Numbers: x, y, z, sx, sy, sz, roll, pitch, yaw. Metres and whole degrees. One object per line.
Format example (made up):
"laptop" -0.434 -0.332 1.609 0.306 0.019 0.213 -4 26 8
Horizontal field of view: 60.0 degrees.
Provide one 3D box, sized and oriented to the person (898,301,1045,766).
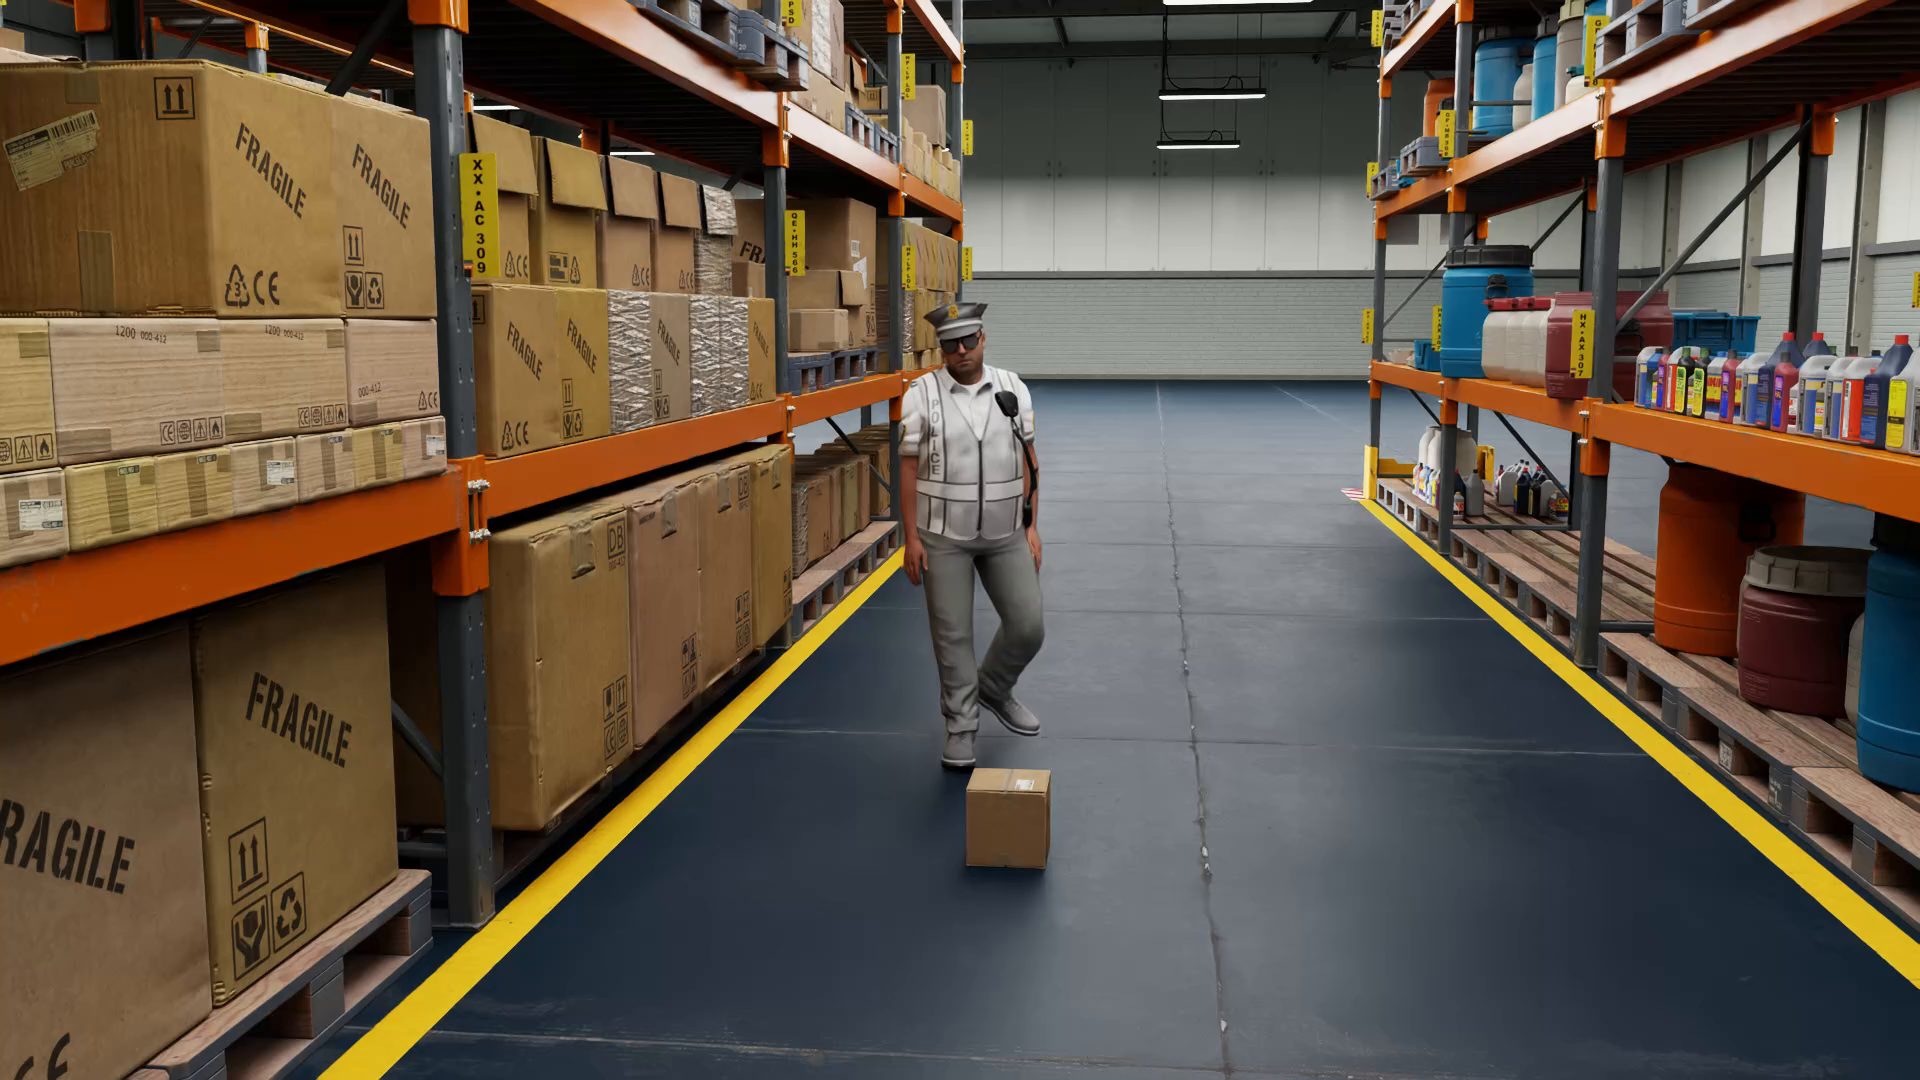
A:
"person" 0.051 -0.036 6.391 0.594 1.739 0.546 -1 8 -11
